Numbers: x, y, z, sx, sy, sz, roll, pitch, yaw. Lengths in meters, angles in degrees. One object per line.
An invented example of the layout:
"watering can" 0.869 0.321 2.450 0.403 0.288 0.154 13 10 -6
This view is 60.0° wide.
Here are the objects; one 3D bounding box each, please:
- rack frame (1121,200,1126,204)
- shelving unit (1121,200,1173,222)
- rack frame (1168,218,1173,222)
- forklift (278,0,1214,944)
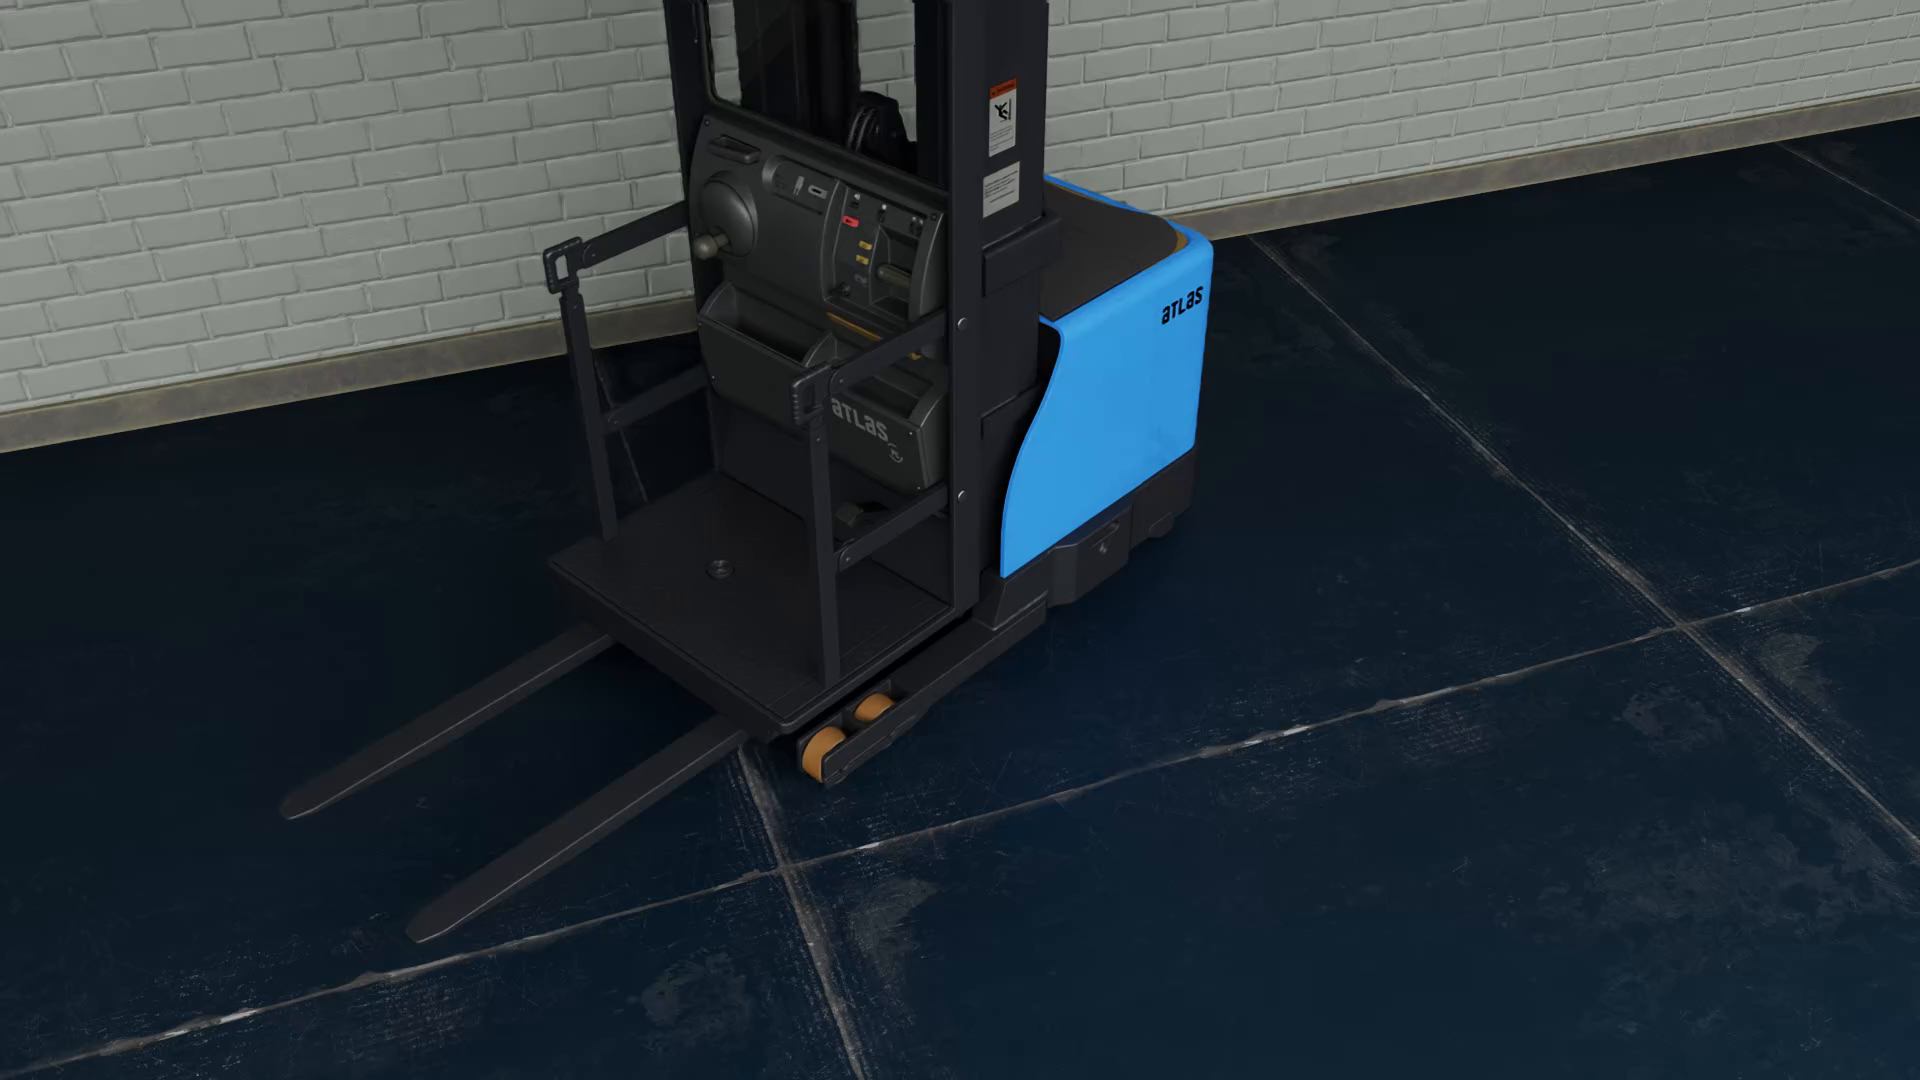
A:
"rack frame" 0.500 -0.780 6.036 0.006 0.900 0.240 29 45 33
"shelving unit" 0.574 -0.738 5.981 0.210 0.900 0.258 29 45 33
"rack frame" 0.649 -0.697 5.927 0.006 0.900 0.240 29 45 33
"forklift" -0.549 -0.811 4.391 1.130 2.935 3.031 29 46 33
